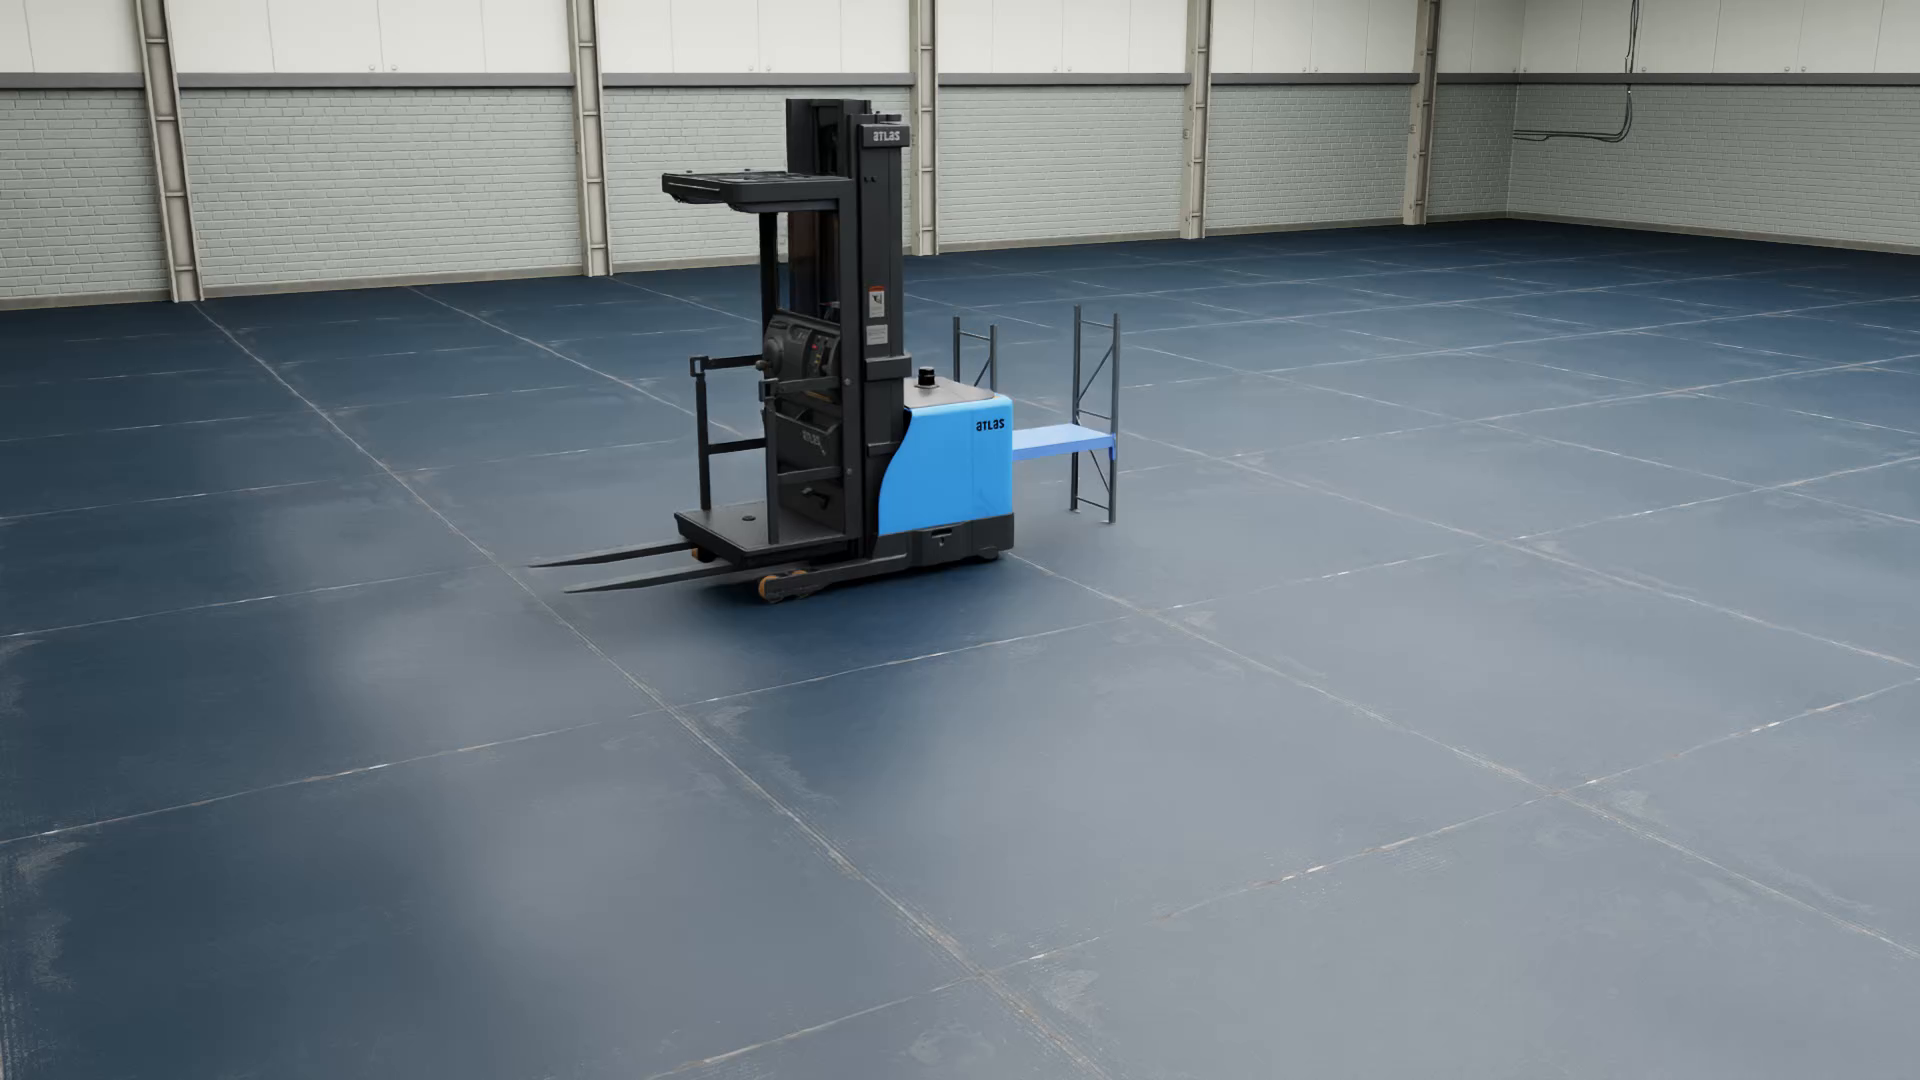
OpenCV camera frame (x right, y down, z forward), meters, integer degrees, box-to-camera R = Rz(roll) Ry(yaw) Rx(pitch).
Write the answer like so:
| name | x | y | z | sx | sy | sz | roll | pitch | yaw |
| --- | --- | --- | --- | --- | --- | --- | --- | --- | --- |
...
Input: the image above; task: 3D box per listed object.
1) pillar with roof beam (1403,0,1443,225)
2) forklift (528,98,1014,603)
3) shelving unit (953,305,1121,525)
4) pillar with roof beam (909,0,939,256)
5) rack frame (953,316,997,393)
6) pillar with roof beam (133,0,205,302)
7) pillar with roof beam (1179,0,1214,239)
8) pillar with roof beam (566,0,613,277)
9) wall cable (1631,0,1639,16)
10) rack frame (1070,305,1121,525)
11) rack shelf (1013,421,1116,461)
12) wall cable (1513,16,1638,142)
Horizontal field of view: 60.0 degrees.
| name | x | y | z | sx | sy | sz | roll | pitch | yaw |
| --- | --- | --- | --- | --- | --- | --- | --- | --- | --- |
| pillar with roof beam | 11.881 | -10.060 | 30.627 | 0.400 | 9.000 | 9.100 | -9 | 18 | -30 |
| forklift | -1.161 | -1.193 | 10.236 | 3.031 | 2.935 | 1.130 | -10 | 18 | -31 |
| shelving unit | 0.528 | -0.813 | 11.532 | 1.048 | 1.500 | 0.538 | -10 | 18 | -31 |
| pillar with roof beam | 1.595 | -8.392 | 24.676 | 0.400 | 9.000 | 9.100 | -9 | 18 | -30 |
| rack frame | 0.099 | -0.740 | 11.270 | 0.032 | 1.500 | 0.500 | -10 | 18 | -31 |
| pillar with roof beam | -8.692 | -6.724 | 18.725 | 0.400 | 9.000 | 9.100 | -9 | 18 | -30 |
| pillar with roof beam | 6.738 | -9.226 | 27.651 | 0.400 | 9.000 | 9.100 | -9 | 18 | -30 |
| pillar with roof beam | -3.549 | -7.558 | 21.701 | 0.400 | 9.000 | 9.100 | -9 | 18 | -30 |
| wall cable | 14.263 | -11.471 | 32.054 | 0.112 | 2.526 | 3.097 | -9 | 18 | -30 |
| rack frame | 0.957 | -0.887 | 11.795 | 0.032 | 1.500 | 0.500 | -10 | 18 | -31 |
| rack shelf | 0.528 | -0.640 | 11.581 | 1.000 | 0.185 | 0.538 | -10 | 18 | -31 |
| wall cable | 12.870 | -9.665 | 34.968 | 0.112 | 2.526 | 3.097 | -9 | 18 | -30 |
